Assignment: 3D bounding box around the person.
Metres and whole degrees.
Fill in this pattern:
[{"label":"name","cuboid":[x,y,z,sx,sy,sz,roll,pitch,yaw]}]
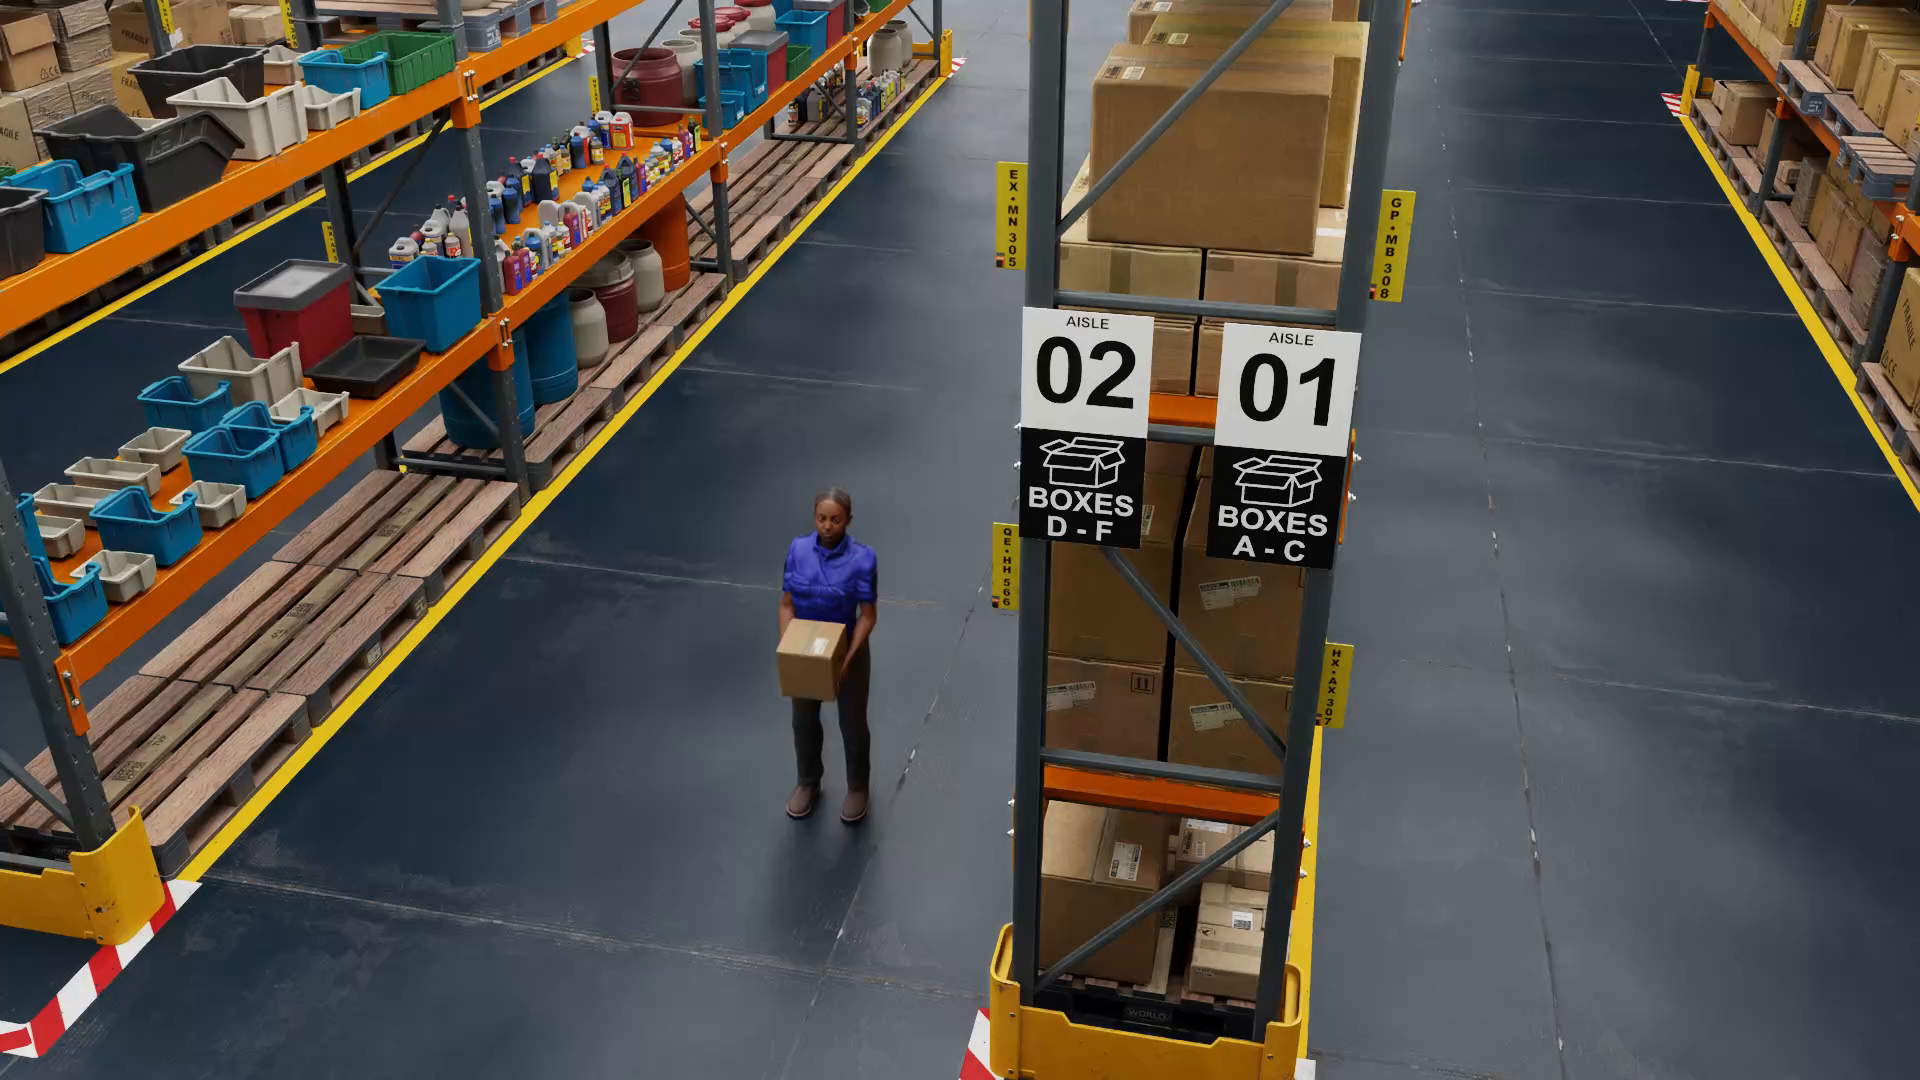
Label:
[{"label":"person","cuboid":[-0.606,0.563,7.600,0.456,1.655,0.507,6,30,10]}]
